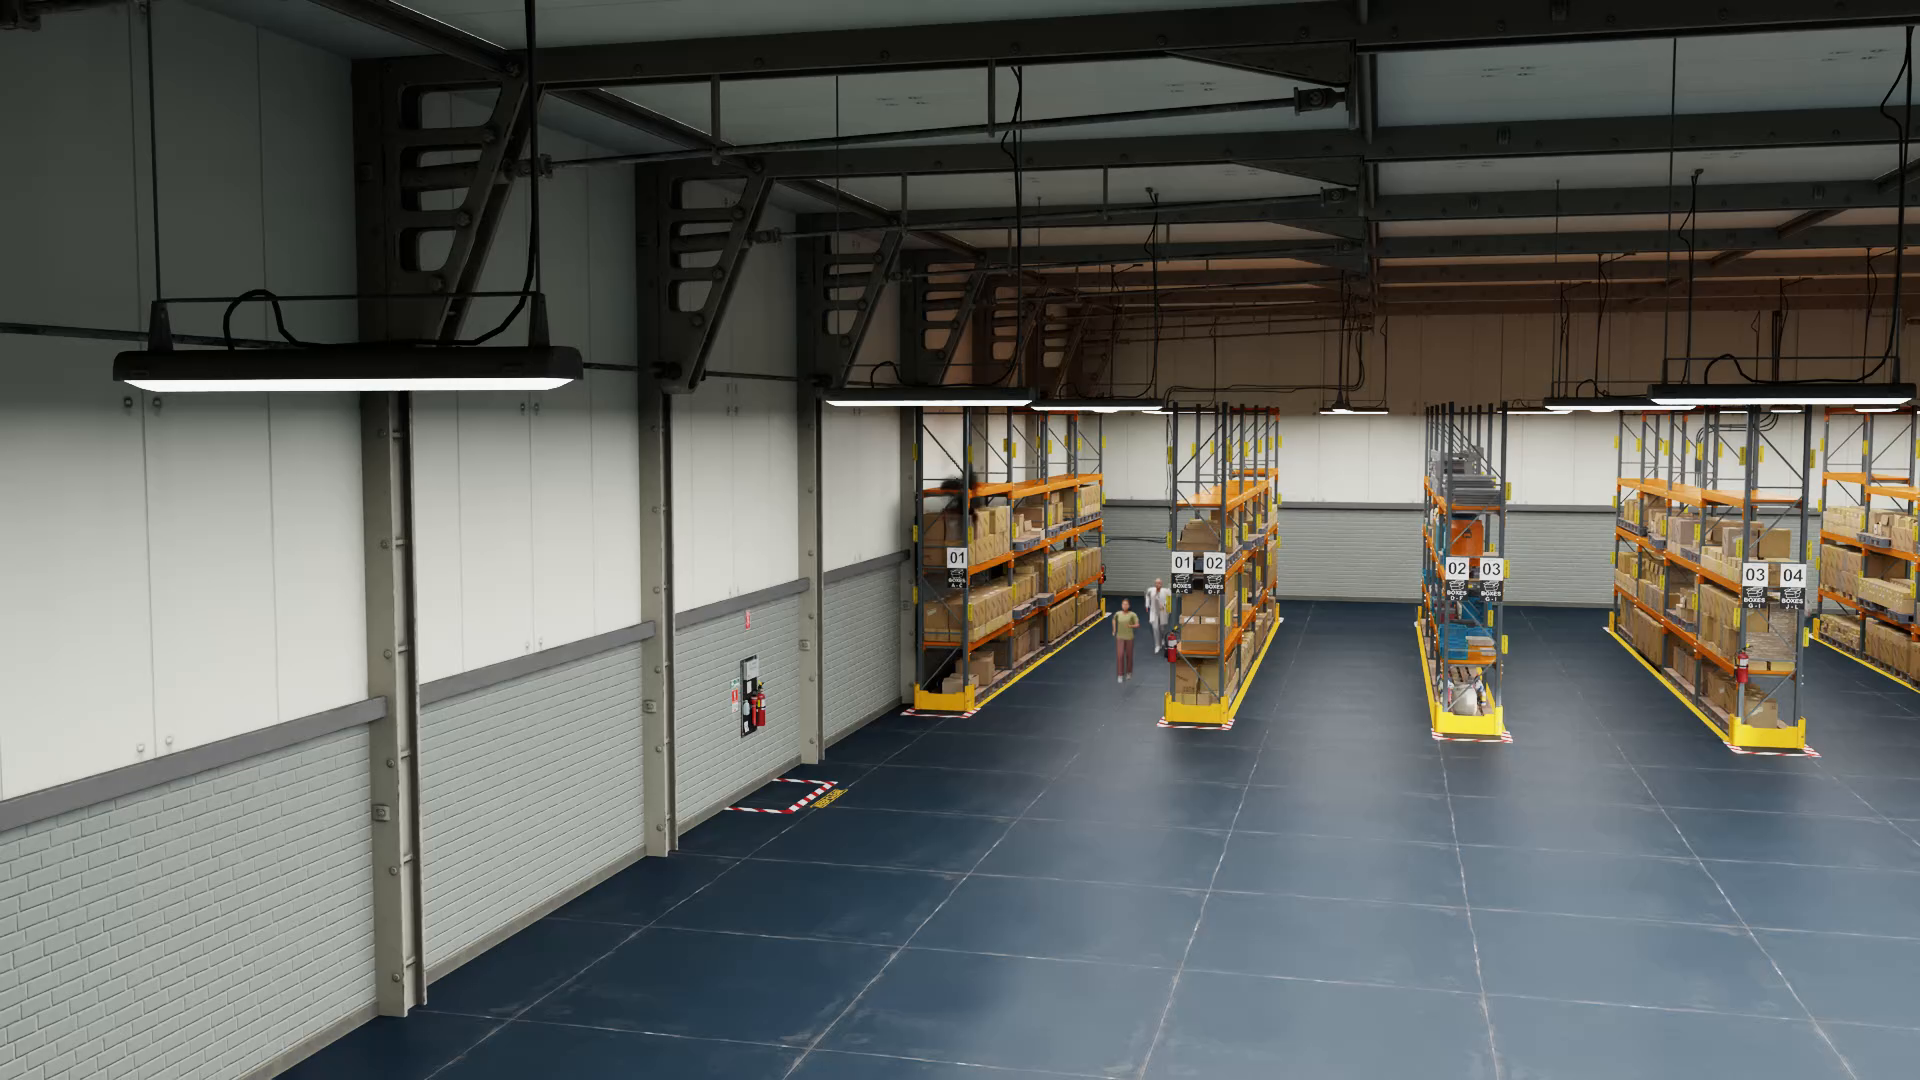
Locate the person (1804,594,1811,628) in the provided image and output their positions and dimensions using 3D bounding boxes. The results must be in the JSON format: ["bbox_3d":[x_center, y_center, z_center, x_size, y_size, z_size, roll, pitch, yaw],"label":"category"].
[{"bbox_3d":[20.345,1.859,40.418,0.671,1.745,0.797,1,4,10],"label":"person"}]

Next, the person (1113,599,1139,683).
[{"bbox_3d":[3.419,2.058,34.359,0.568,1.685,0.891,1,4,11],"label":"person"}]

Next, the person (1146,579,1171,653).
[{"bbox_3d":[4.886,1.828,40.788,0.729,1.776,1.087,1,4,18],"label":"person"}]
